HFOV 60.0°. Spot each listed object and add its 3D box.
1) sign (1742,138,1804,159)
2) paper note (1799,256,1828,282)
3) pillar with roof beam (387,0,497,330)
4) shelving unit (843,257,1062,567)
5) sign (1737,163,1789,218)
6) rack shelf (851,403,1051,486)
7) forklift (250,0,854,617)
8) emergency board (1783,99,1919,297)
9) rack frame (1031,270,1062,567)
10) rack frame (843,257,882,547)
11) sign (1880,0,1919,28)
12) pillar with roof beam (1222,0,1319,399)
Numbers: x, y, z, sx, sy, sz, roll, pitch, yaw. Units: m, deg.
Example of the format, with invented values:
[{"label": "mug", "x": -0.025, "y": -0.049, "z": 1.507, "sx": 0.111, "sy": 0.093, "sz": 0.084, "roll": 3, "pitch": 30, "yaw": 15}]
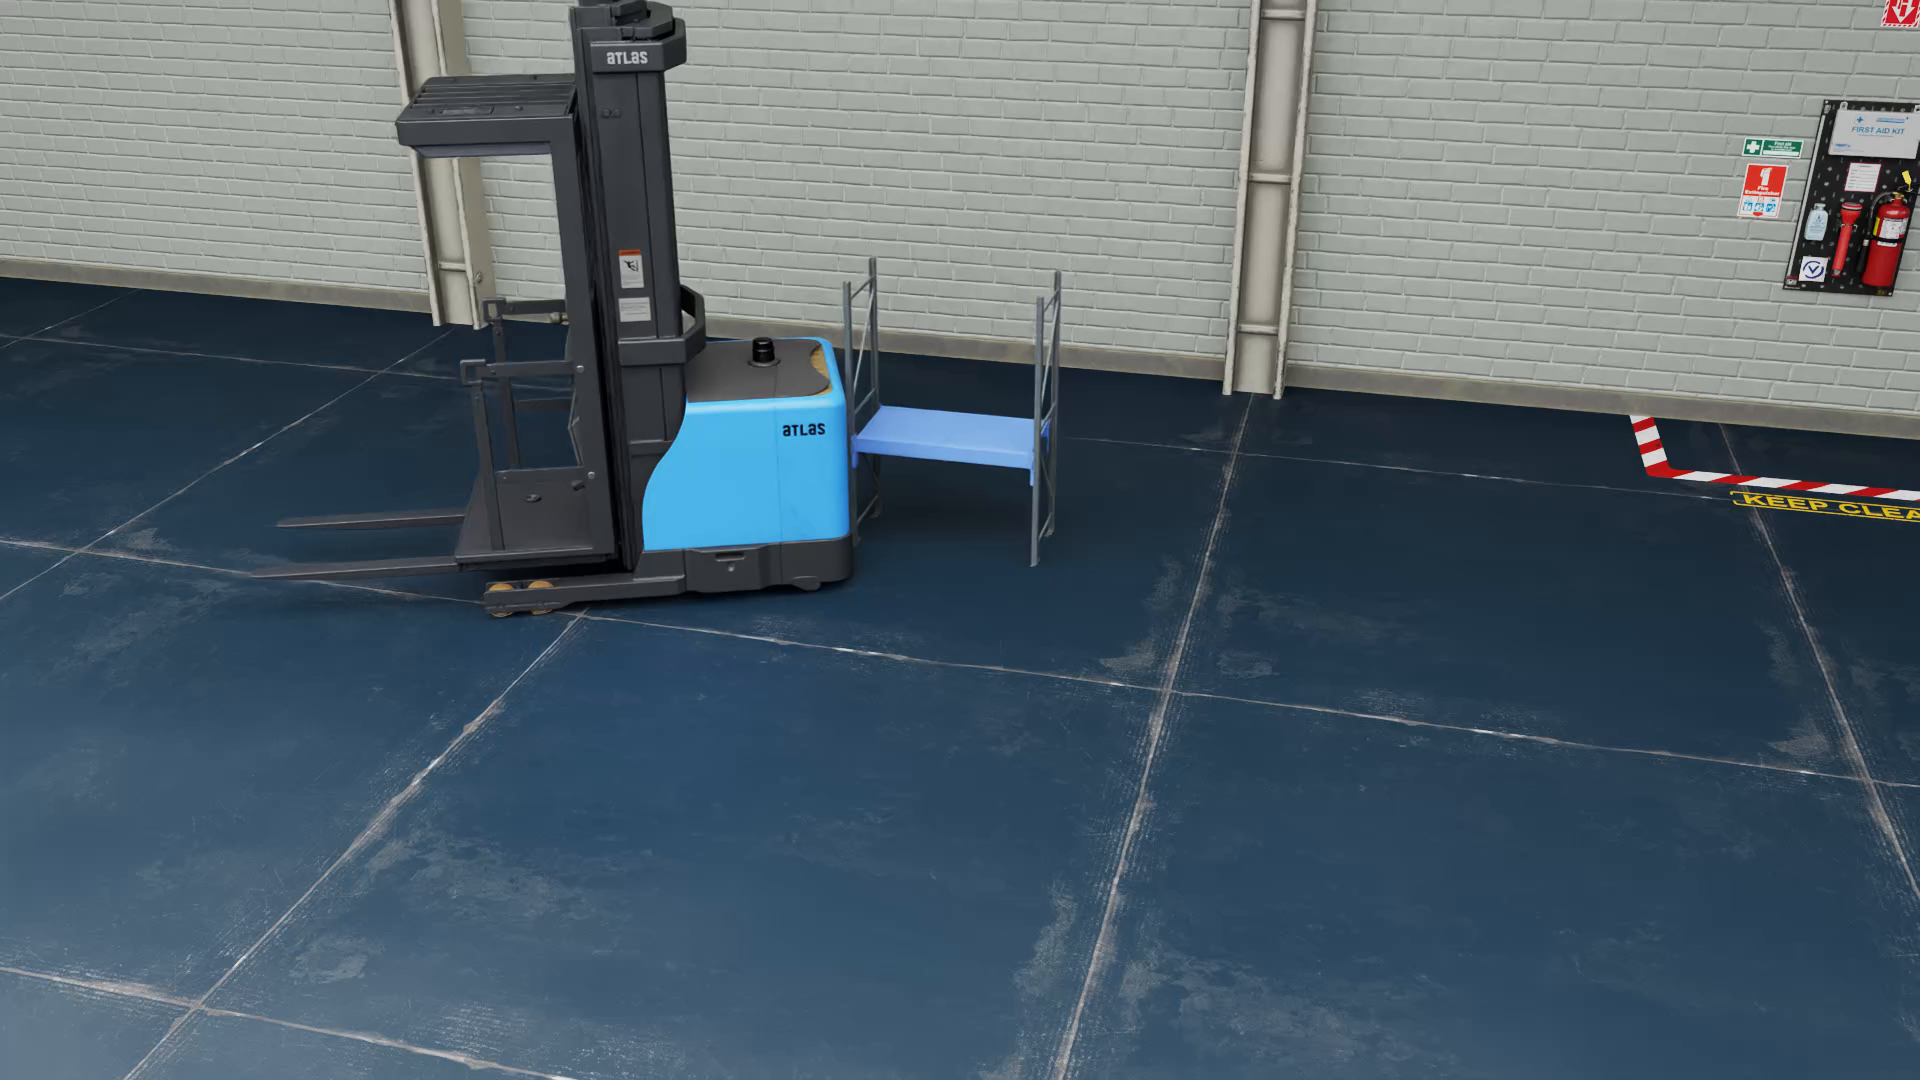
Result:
[{"label": "sign", "x": 4.940, "y": -2.383, "z": 10.107, "sx": 0.331, "sy": 0.109, "sz": 0.001, "roll": 6, "pitch": 26, "yaw": 13}, {"label": "paper note", "x": 5.293, "y": -1.679, "z": 10.312, "sx": 0.142, "sy": 0.148, "sz": 0.016, "roll": 6, "pitch": 26, "yaw": 13}, {"label": "pillar with roof beam", "x": -4.863, "y": -3.950, "z": 7.078, "sx": 0.400, "sy": 9.000, "sz": 9.100, "roll": 6, "pitch": 26, "yaw": 13}, {"label": "shelving unit", "x": -0.035, "y": -0.690, "z": 8.955, "sx": 1.048, "sy": 1.500, "sz": 0.538, "roll": 6, "pitch": 26, "yaw": 13}, {"label": "sign", "x": 4.938, "y": -2.148, "z": 10.230, "sx": 0.234, "sy": 0.329, "sz": 0.001, "roll": 6, "pitch": 26, "yaw": 13}, {"label": "rack shelf", "x": -0.035, "y": -0.528, "z": 9.032, "sx": 1.000, "sy": 0.185, "sz": 0.538, "roll": 6, "pitch": 26, "yaw": 13}, {"label": "forklift", "x": -2.120, "y": -1.177, "z": 8.312, "sx": 3.031, "sy": 2.935, "sz": 1.130, "roll": -4, "pitch": 26, "yaw": -8}, {"label": "emergency board", "x": 5.447, "y": -2.029, "z": 10.023, "sx": 0.643, "sy": 1.169, "sz": 0.194, "roll": 6, "pitch": 26, "yaw": 13}, {"label": "rack frame", "x": 0.458, "y": -0.637, "z": 8.843, "sx": 0.032, "sy": 1.500, "sz": 0.500, "roll": 6, "pitch": 26, "yaw": 13}, {"label": "rack frame", "x": -0.528, "y": -0.744, "z": 9.068, "sx": 0.032, "sy": 1.500, "sz": 0.500, "roll": 6, "pitch": 26, "yaw": 13}, {"label": "sign", "x": 5.464, "y": -3.118, "z": 9.614, "sx": 0.199, "sy": 0.298, "sz": 0.001, "roll": 6, "pitch": 26, "yaw": 13}, {"label": "pillar with roof beam", "x": 0.948, "y": -3.308, "z": 5.729, "sx": 0.400, "sy": 9.000, "sz": 9.100, "roll": 6, "pitch": 26, "yaw": 13}]
